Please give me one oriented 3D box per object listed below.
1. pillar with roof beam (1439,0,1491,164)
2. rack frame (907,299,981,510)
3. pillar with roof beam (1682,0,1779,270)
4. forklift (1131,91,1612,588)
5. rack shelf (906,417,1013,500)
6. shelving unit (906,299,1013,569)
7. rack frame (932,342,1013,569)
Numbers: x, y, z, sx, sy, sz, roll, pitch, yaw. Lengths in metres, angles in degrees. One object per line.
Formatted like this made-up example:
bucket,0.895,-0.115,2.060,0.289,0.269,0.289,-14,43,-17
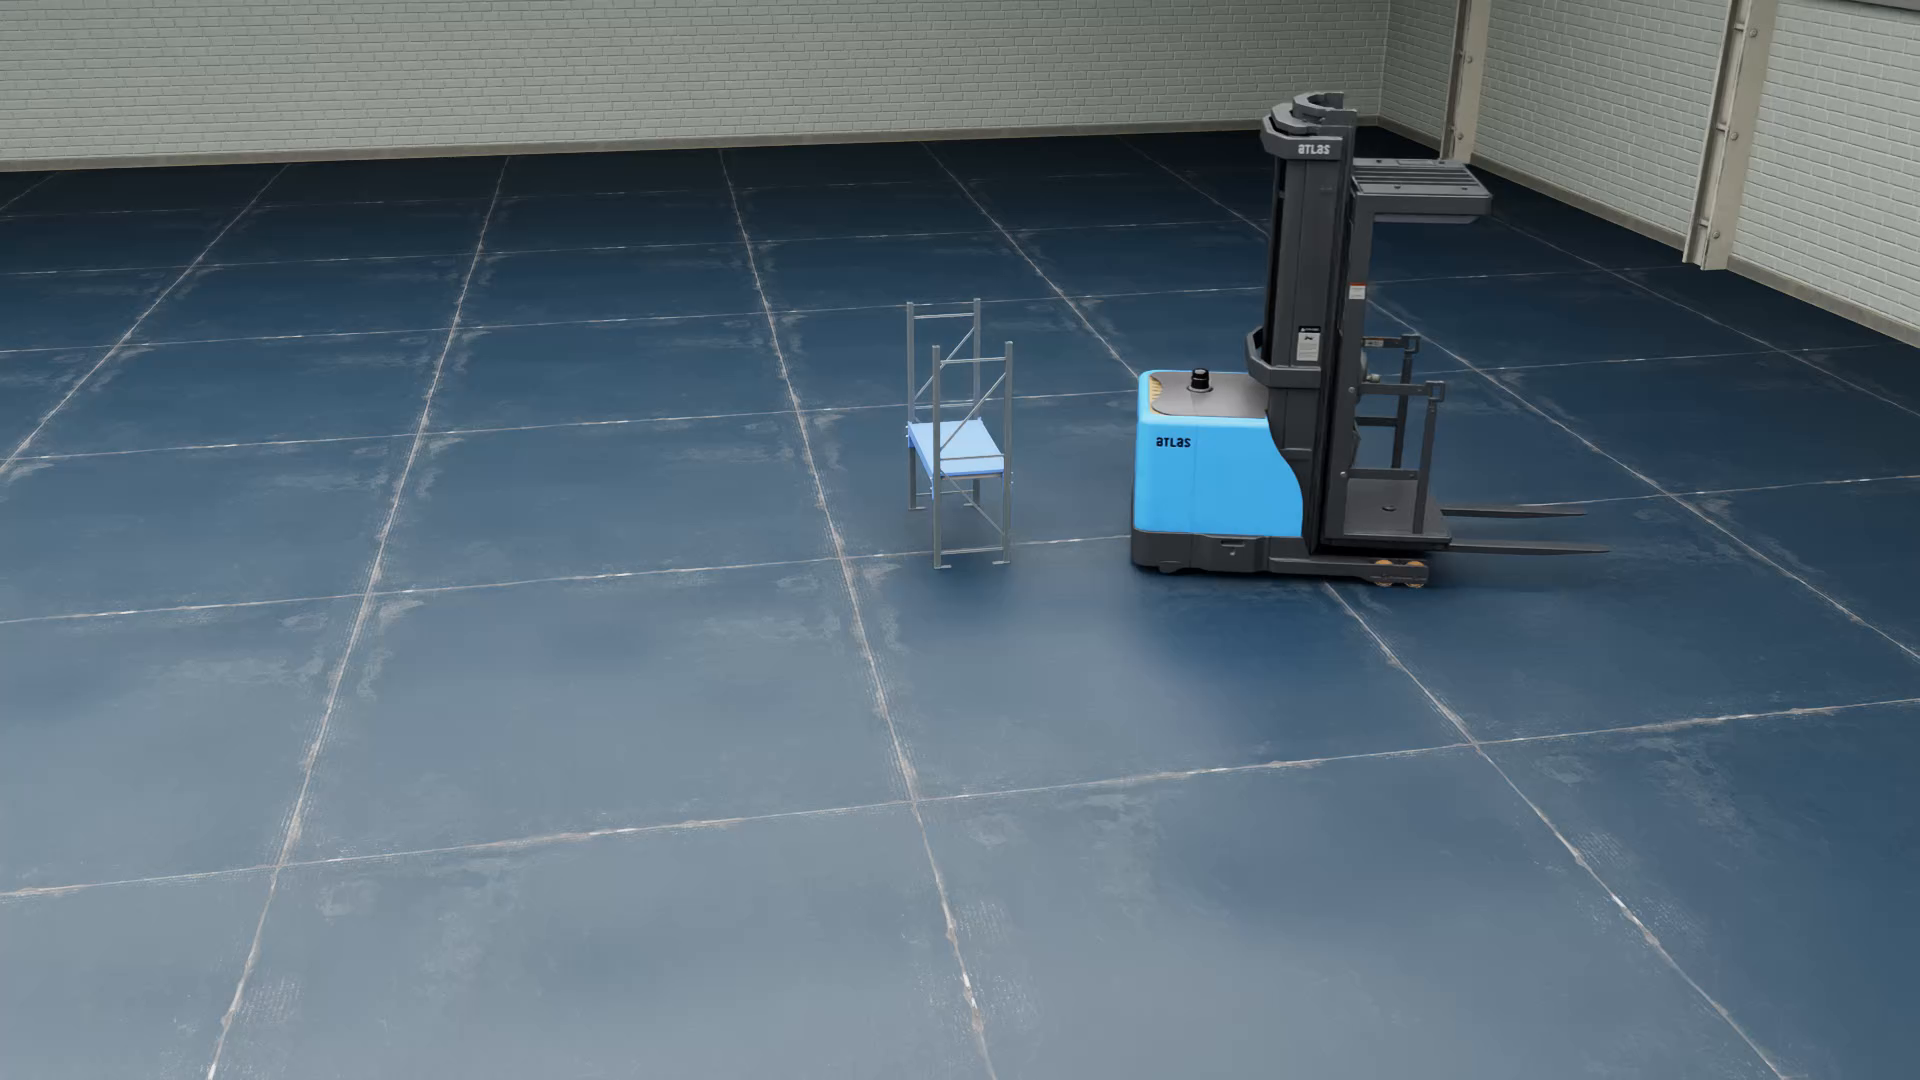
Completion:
pillar with roof beam,2.773,-9.159,20.978,9.100,9.000,0.400,-4,24,-10
rack frame,-0.110,-0.921,11.484,0.500,1.500,0.032,-4,24,-10
pillar with roof beam,3.883,-6.799,15.575,9.100,9.000,0.400,-4,24,-10
forklift,2.656,-1.263,10.480,3.031,2.935,1.130,2,24,5
rack shelf,-0.016,-0.556,11.099,0.538,0.185,1.000,-4,24,-10
shelving unit,-0.016,-0.721,11.027,0.538,1.500,1.048,-4,24,-10
rack frame,0.078,-0.521,10.569,0.500,1.500,0.032,-4,24,-10
